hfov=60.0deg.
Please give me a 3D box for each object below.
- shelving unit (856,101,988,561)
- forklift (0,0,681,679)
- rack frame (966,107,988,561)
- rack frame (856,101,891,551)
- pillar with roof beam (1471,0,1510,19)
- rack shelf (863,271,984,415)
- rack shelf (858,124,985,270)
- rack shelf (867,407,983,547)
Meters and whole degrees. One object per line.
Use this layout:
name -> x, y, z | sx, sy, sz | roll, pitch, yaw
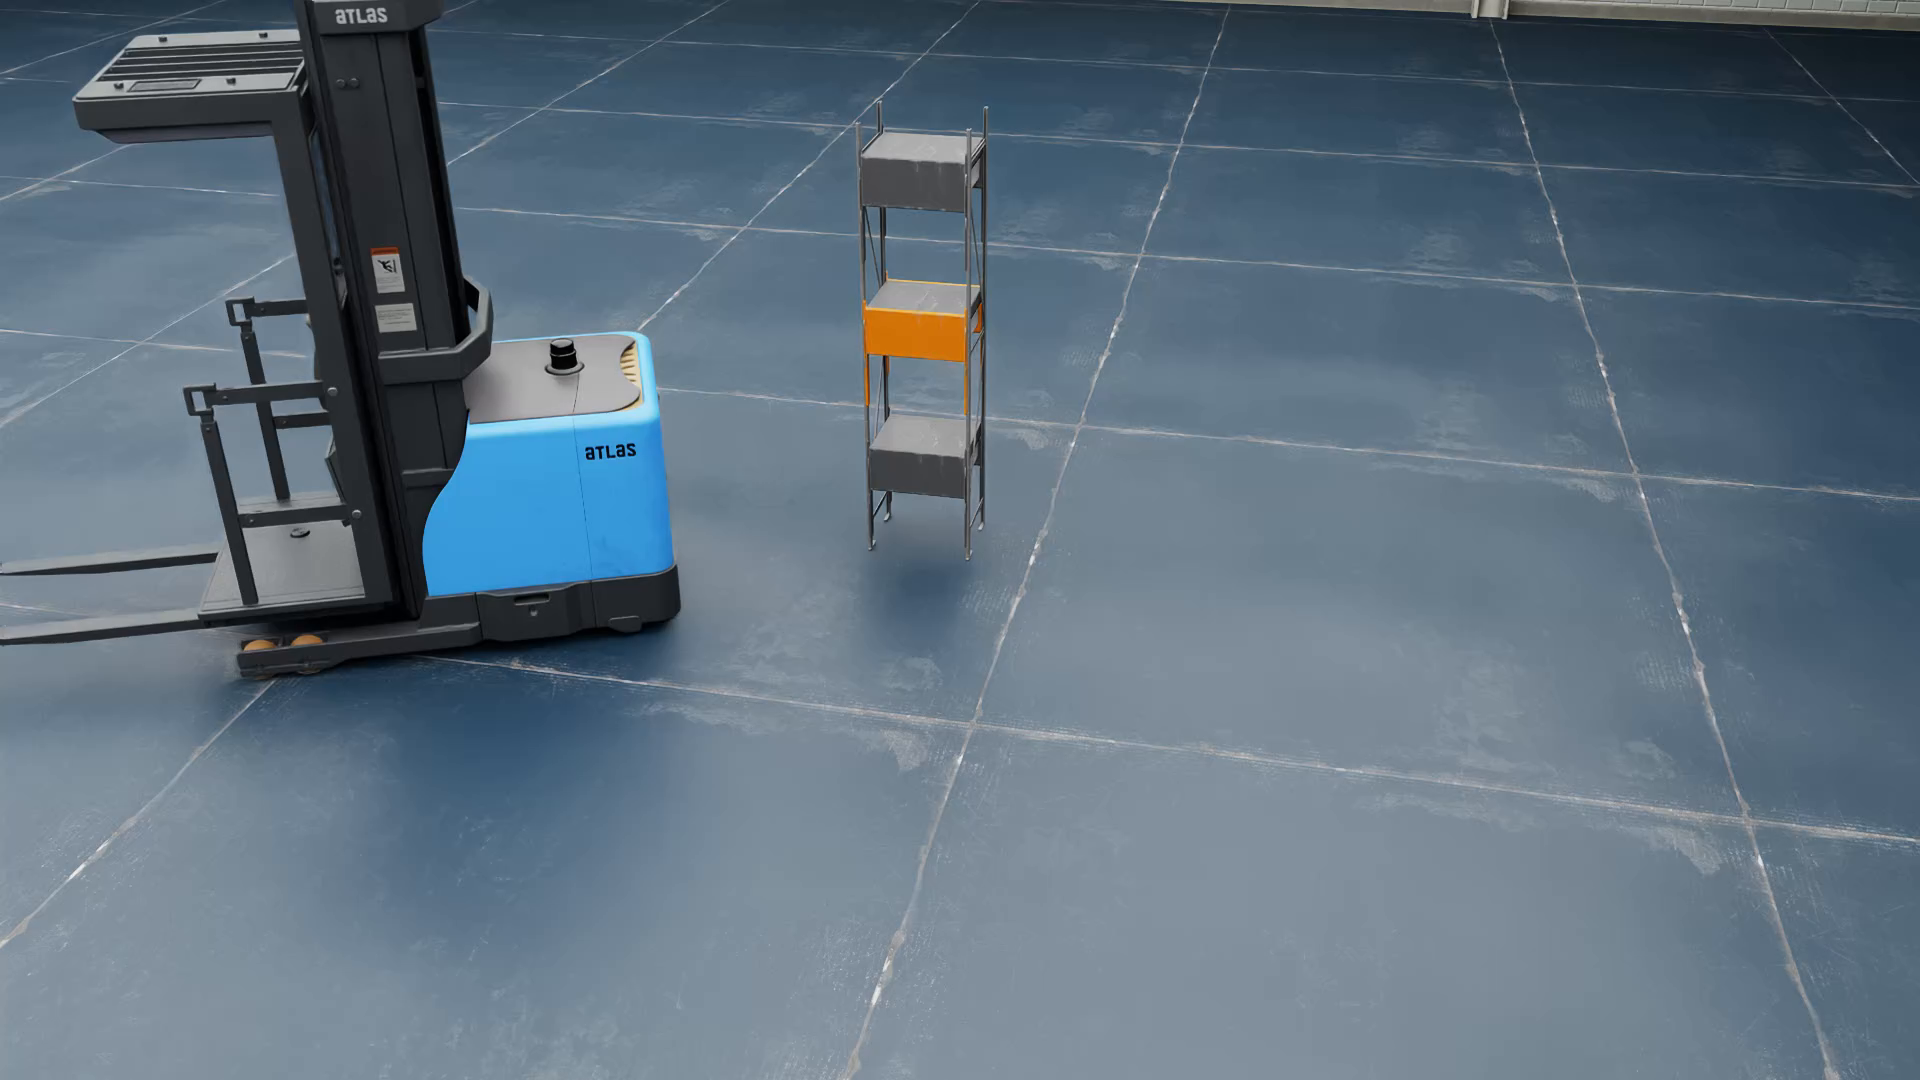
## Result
shelving unit -> -0.162, -0.938, 7.776 | 0.503, 2.100, 0.431 | 6, 29, 11
forklift -> -2.836, -0.964, 6.958 | 3.031, 2.935, 1.130 | -6, 29, -11
rack frame -> 0.077, -0.913, 7.731 | 0.015, 2.100, 0.400 | 6, 29, 11
rack frame -> -0.401, -0.962, 7.821 | 0.015, 2.100, 0.400 | 6, 29, 11
pillar with roof beam -> 5.285, -8.057, 13.596 | 0.400, 9.000, 9.100 | 6, 29, 11
rack shelf -> -0.162, -0.926, 7.783 | 0.480, 0.518, 0.431 | 6, 29, 11
rack shelf -> -0.162, -1.540, 7.447 | 0.480, 0.518, 0.431 | 6, 29, 11
rack shelf -> -0.162, -0.312, 8.119 | 0.480, 0.518, 0.431 | 6, 29, 11
